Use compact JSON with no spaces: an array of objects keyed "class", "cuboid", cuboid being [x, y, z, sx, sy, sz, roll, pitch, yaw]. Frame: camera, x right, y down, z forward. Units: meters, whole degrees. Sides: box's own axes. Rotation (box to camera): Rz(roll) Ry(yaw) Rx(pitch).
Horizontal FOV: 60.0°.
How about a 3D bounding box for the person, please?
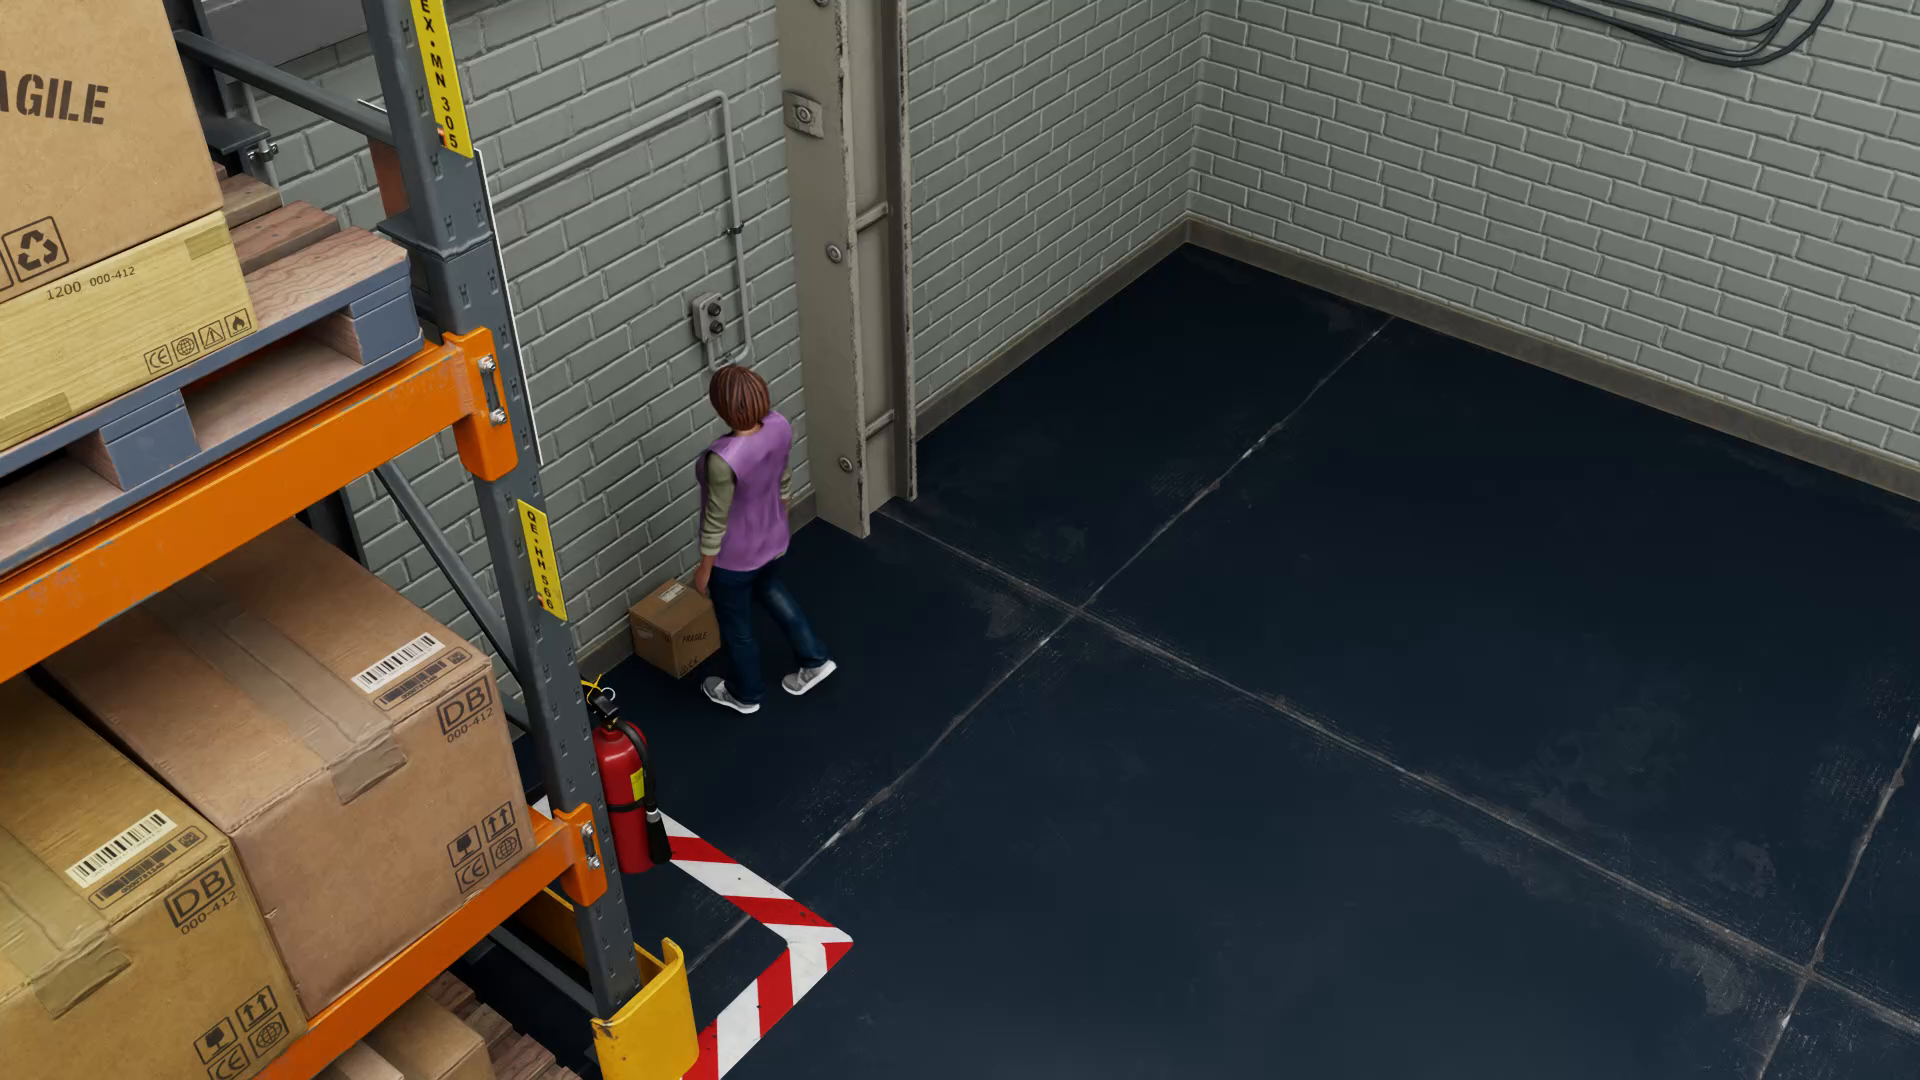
[{"class":"person","cuboid":[-0.792,0.018,6.141,0.446,1.612,0.470,26,46,28]}]
